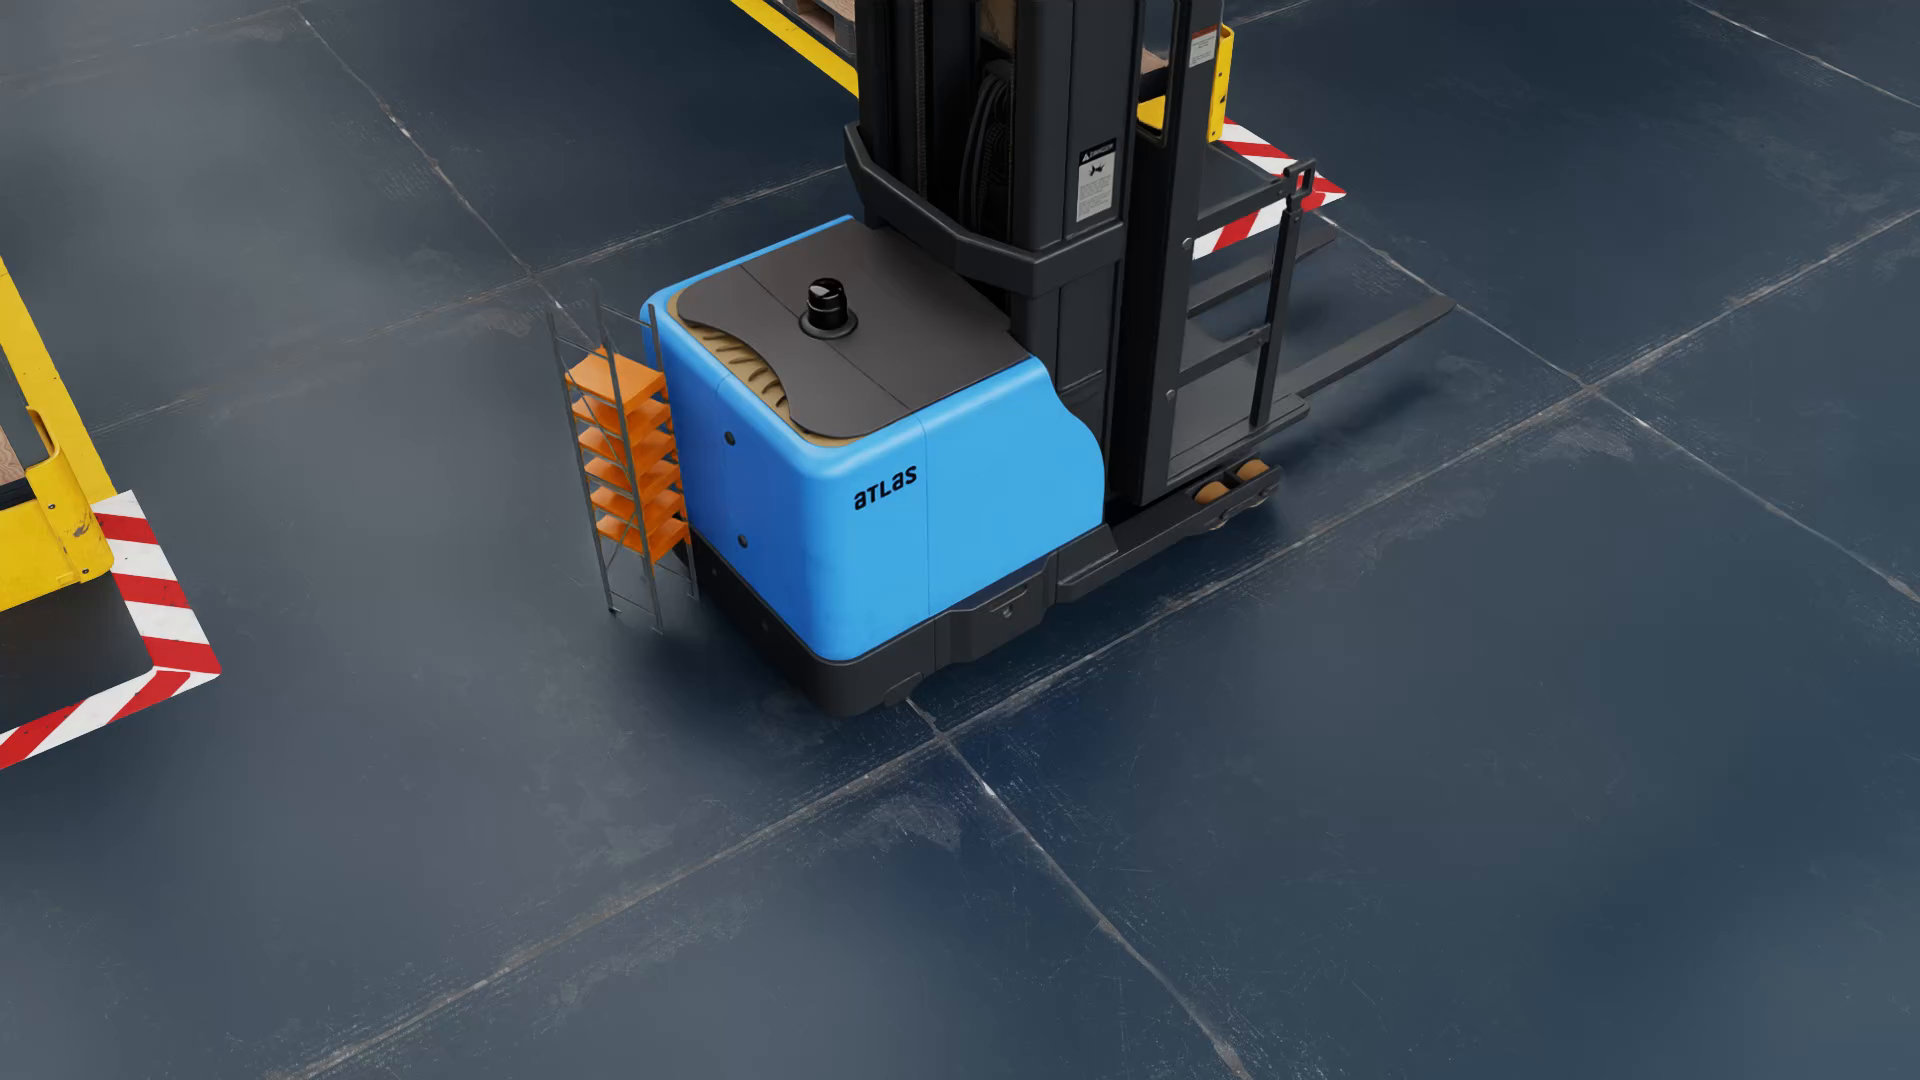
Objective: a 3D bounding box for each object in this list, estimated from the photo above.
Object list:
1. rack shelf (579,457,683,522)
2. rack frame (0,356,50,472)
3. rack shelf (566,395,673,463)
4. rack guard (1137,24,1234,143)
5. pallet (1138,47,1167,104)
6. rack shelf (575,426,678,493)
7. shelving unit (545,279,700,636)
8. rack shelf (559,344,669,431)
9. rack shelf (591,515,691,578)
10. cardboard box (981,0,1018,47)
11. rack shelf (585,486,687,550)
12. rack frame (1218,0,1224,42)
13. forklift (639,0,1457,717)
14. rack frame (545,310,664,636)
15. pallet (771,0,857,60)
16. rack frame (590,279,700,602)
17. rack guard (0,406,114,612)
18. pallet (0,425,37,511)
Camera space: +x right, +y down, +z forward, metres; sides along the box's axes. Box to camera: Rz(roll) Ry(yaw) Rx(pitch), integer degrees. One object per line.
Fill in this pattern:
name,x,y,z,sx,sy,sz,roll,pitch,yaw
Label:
rack shelf,-1.017,-0.189,5.144,0.258,0.103,0.180,24,49,23
rack frame,-3.353,-0.831,4.448,1.000,3.000,0.127,-26,49,-24
rack shelf,-1.017,-0.363,4.978,0.258,0.103,0.180,24,49,23
rack guard,0.666,-1.926,7.406,1.175,0.500,0.348,-26,49,-24
pallet,0.230,-2.296,8.002,1.003,0.211,1.213,-26,49,-24
rack shelf,-1.017,-0.276,5.061,0.258,0.103,0.180,24,49,23
shelving unit,-1.017,-0.222,5.113,0.258,1.200,0.189,24,49,23
rack shelf,-1.017,-0.450,4.895,0.258,0.103,0.180,24,49,23
rack shelf,-1.016,-0.016,5.309,0.258,0.103,0.180,24,49,23
cardboard box,0.366,-2.395,7.593,0.500,0.500,0.500,-17,46,-17
rack shelf,-1.017,-0.103,5.226,0.258,0.103,0.180,24,49,23
rack frame,0.709,-2.787,6.497,1.000,3.000,0.127,-26,49,-24
forklift,0.505,-1.359,5.051,3.031,2.935,1.130,-28,50,-26
rack frame,-1.067,-0.169,5.057,0.240,1.200,0.006,24,49,23
pallet,-0.464,-2.986,8.725,1.003,0.211,1.213,-26,49,-24
rack frame,-0.967,-0.275,5.168,0.240,1.200,0.006,24,49,23
rack guard,-3.435,0.049,5.337,1.175,0.500,0.348,-26,49,-24
pallet,-3.896,-0.309,5.920,1.003,0.211,1.213,-26,49,-24
